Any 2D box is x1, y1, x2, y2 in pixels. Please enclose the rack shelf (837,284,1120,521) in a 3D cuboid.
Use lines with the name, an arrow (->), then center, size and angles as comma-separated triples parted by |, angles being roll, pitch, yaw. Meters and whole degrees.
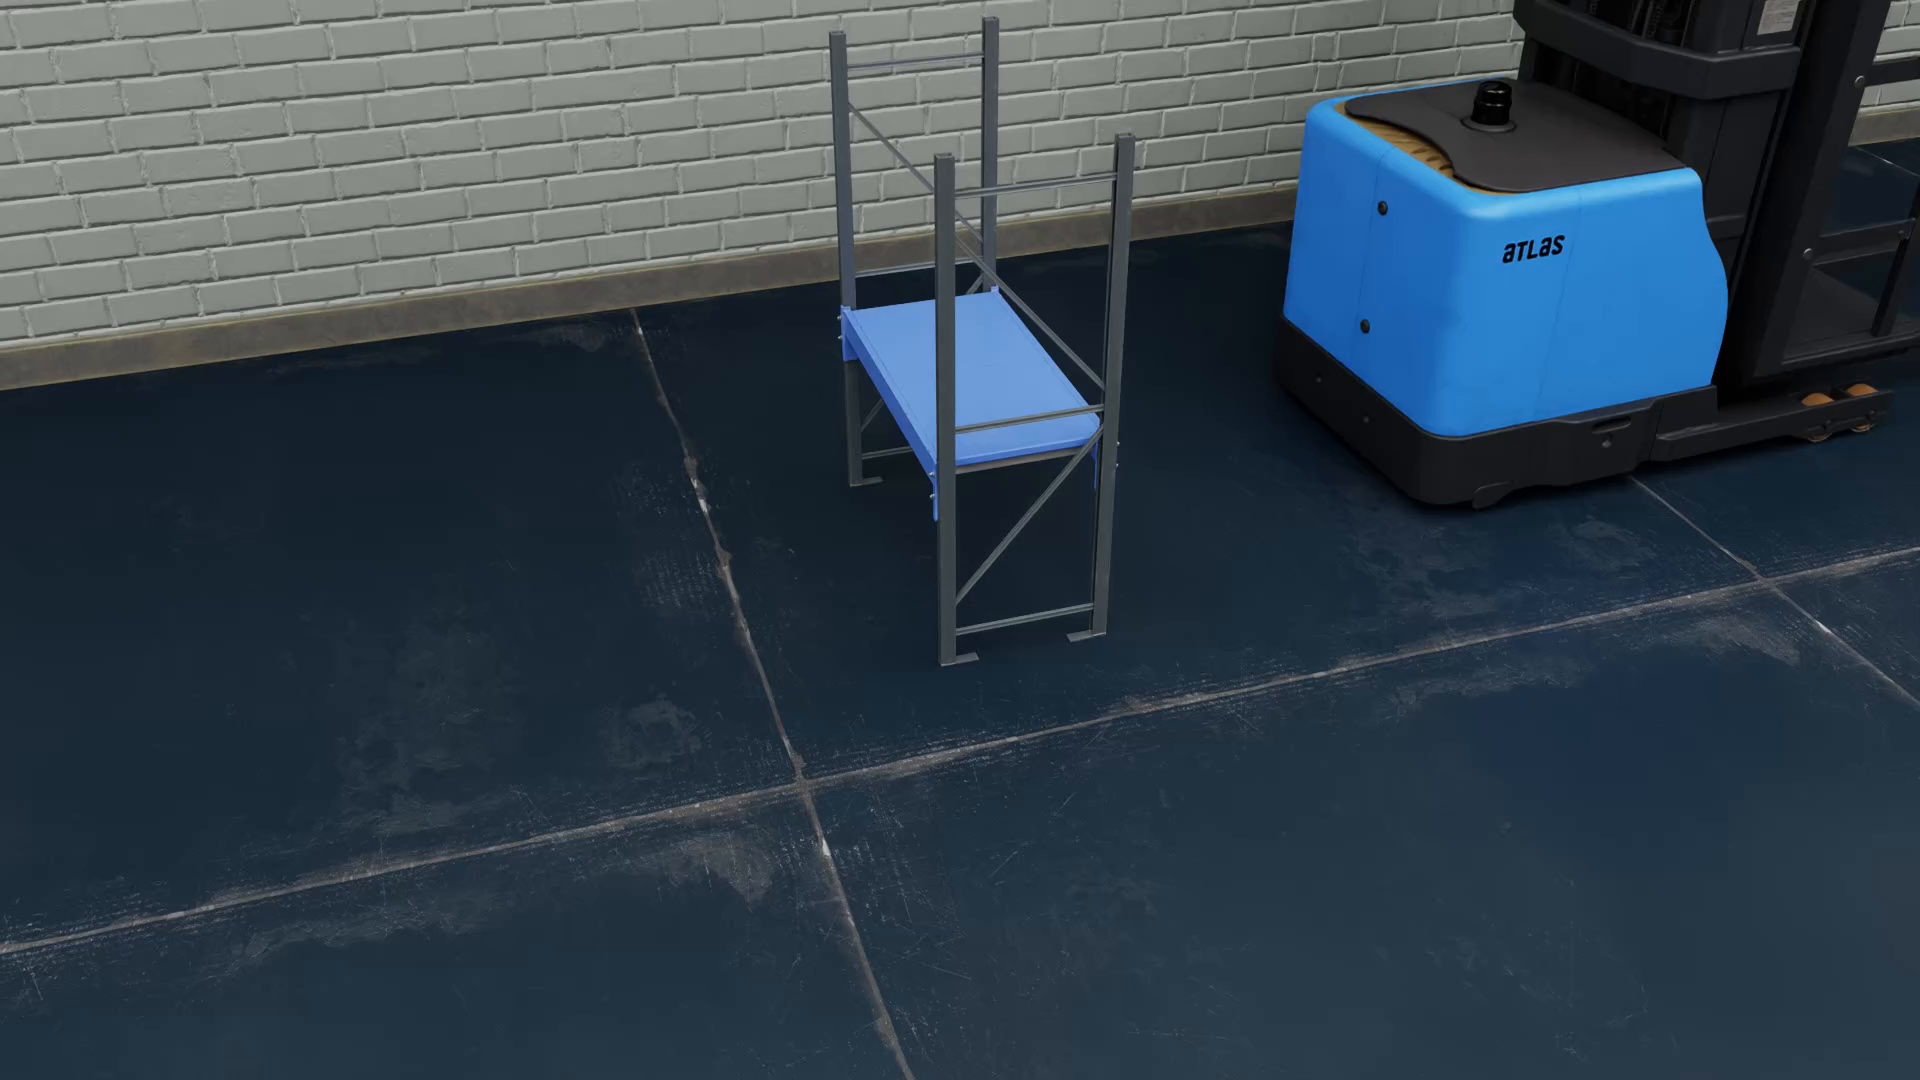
rack shelf -> 0.026, -0.431, 4.868 | 0.538, 0.185, 1.000 | -10, 35, -15

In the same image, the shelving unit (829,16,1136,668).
shelving unit -> 0.026, -0.581, 4.769 | 0.538, 1.500, 1.048 | -10, 35, -15

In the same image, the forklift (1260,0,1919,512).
forklift -> 2.657, -1.813, 5.334 | 3.031, 2.935, 1.130 | -12, 35, -17

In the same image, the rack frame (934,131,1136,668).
rack frame -> 0.181, -0.314, 4.365 | 0.500, 1.500, 0.032 | -10, 35, -15

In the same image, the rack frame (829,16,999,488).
rack frame -> -0.129, -0.848, 5.173 | 0.500, 1.500, 0.032 | -10, 35, -15
